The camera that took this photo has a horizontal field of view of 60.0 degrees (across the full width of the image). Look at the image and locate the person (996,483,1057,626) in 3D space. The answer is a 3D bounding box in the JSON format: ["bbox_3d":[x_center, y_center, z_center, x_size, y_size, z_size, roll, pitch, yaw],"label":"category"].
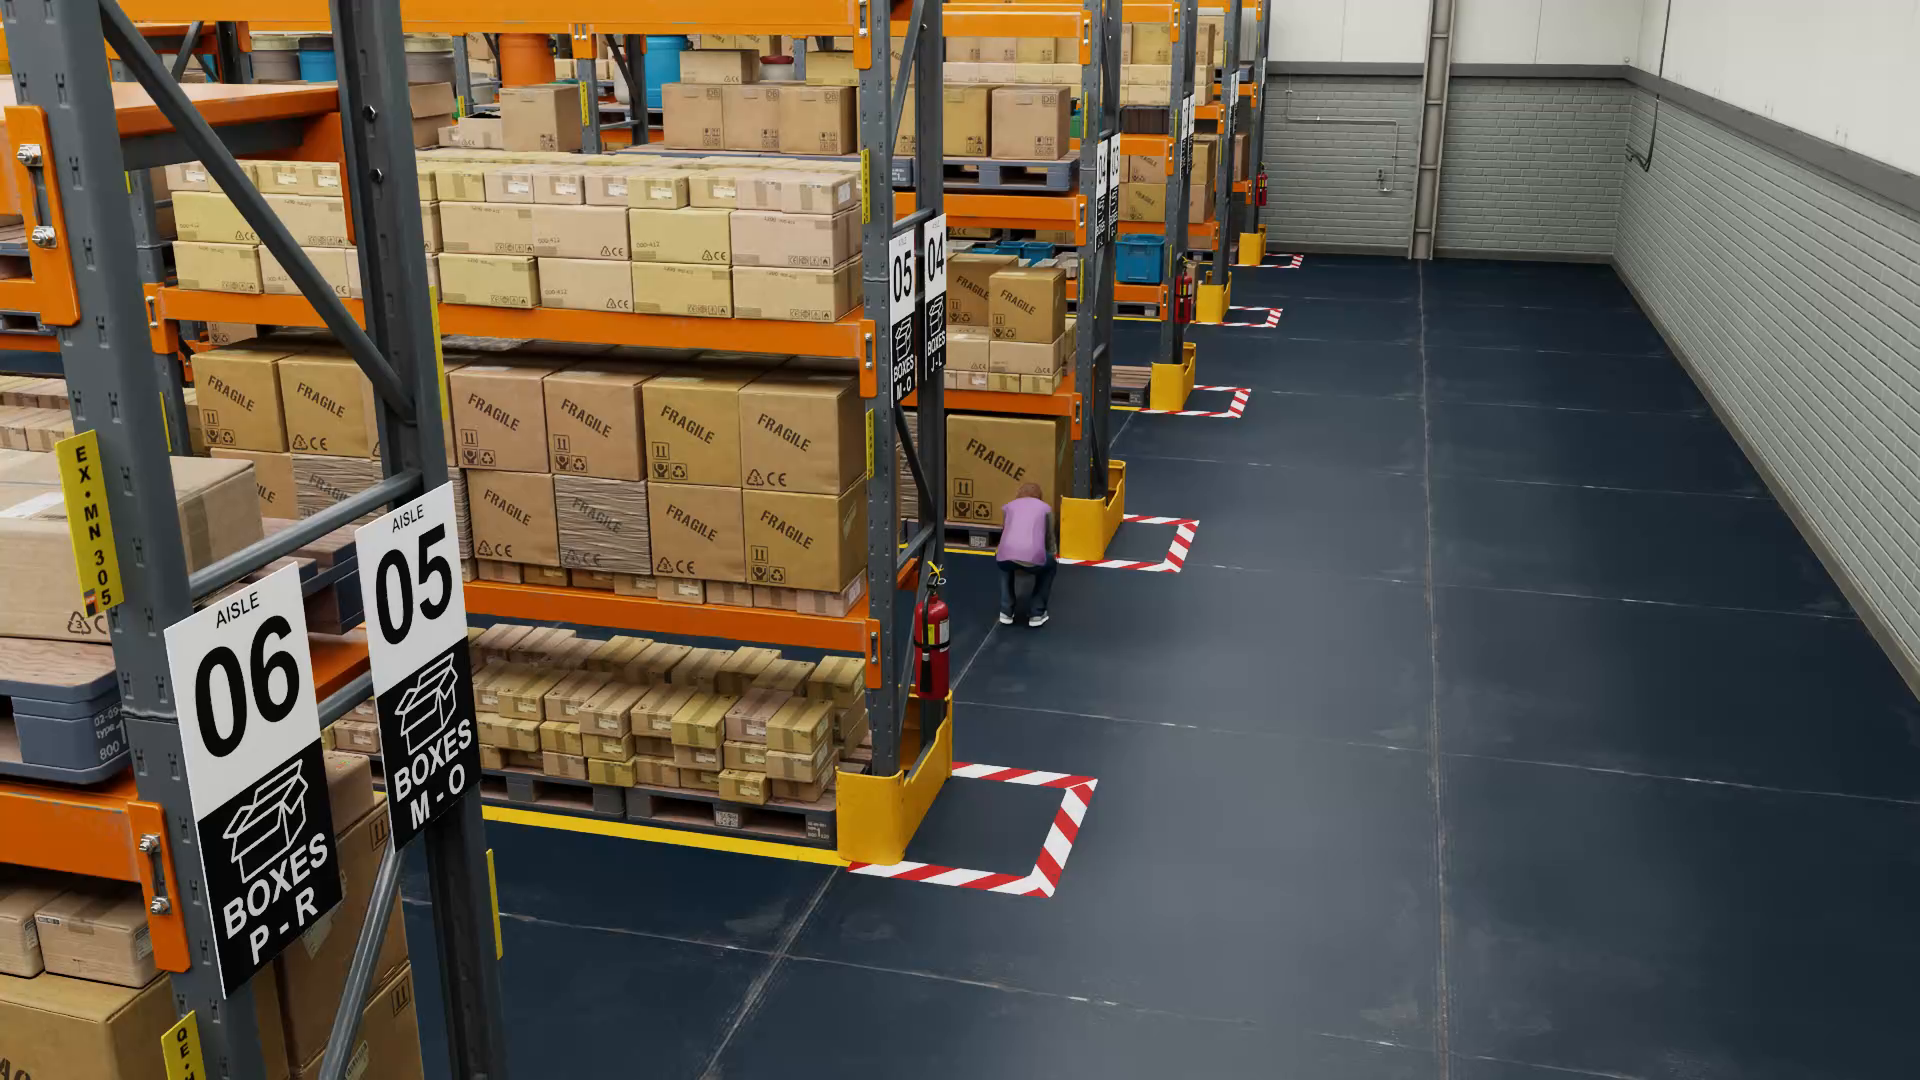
[{"bbox_3d":[0.474,0.115,11.842,0.425,0.895,0.839,4,19,12],"label":"person"}]
